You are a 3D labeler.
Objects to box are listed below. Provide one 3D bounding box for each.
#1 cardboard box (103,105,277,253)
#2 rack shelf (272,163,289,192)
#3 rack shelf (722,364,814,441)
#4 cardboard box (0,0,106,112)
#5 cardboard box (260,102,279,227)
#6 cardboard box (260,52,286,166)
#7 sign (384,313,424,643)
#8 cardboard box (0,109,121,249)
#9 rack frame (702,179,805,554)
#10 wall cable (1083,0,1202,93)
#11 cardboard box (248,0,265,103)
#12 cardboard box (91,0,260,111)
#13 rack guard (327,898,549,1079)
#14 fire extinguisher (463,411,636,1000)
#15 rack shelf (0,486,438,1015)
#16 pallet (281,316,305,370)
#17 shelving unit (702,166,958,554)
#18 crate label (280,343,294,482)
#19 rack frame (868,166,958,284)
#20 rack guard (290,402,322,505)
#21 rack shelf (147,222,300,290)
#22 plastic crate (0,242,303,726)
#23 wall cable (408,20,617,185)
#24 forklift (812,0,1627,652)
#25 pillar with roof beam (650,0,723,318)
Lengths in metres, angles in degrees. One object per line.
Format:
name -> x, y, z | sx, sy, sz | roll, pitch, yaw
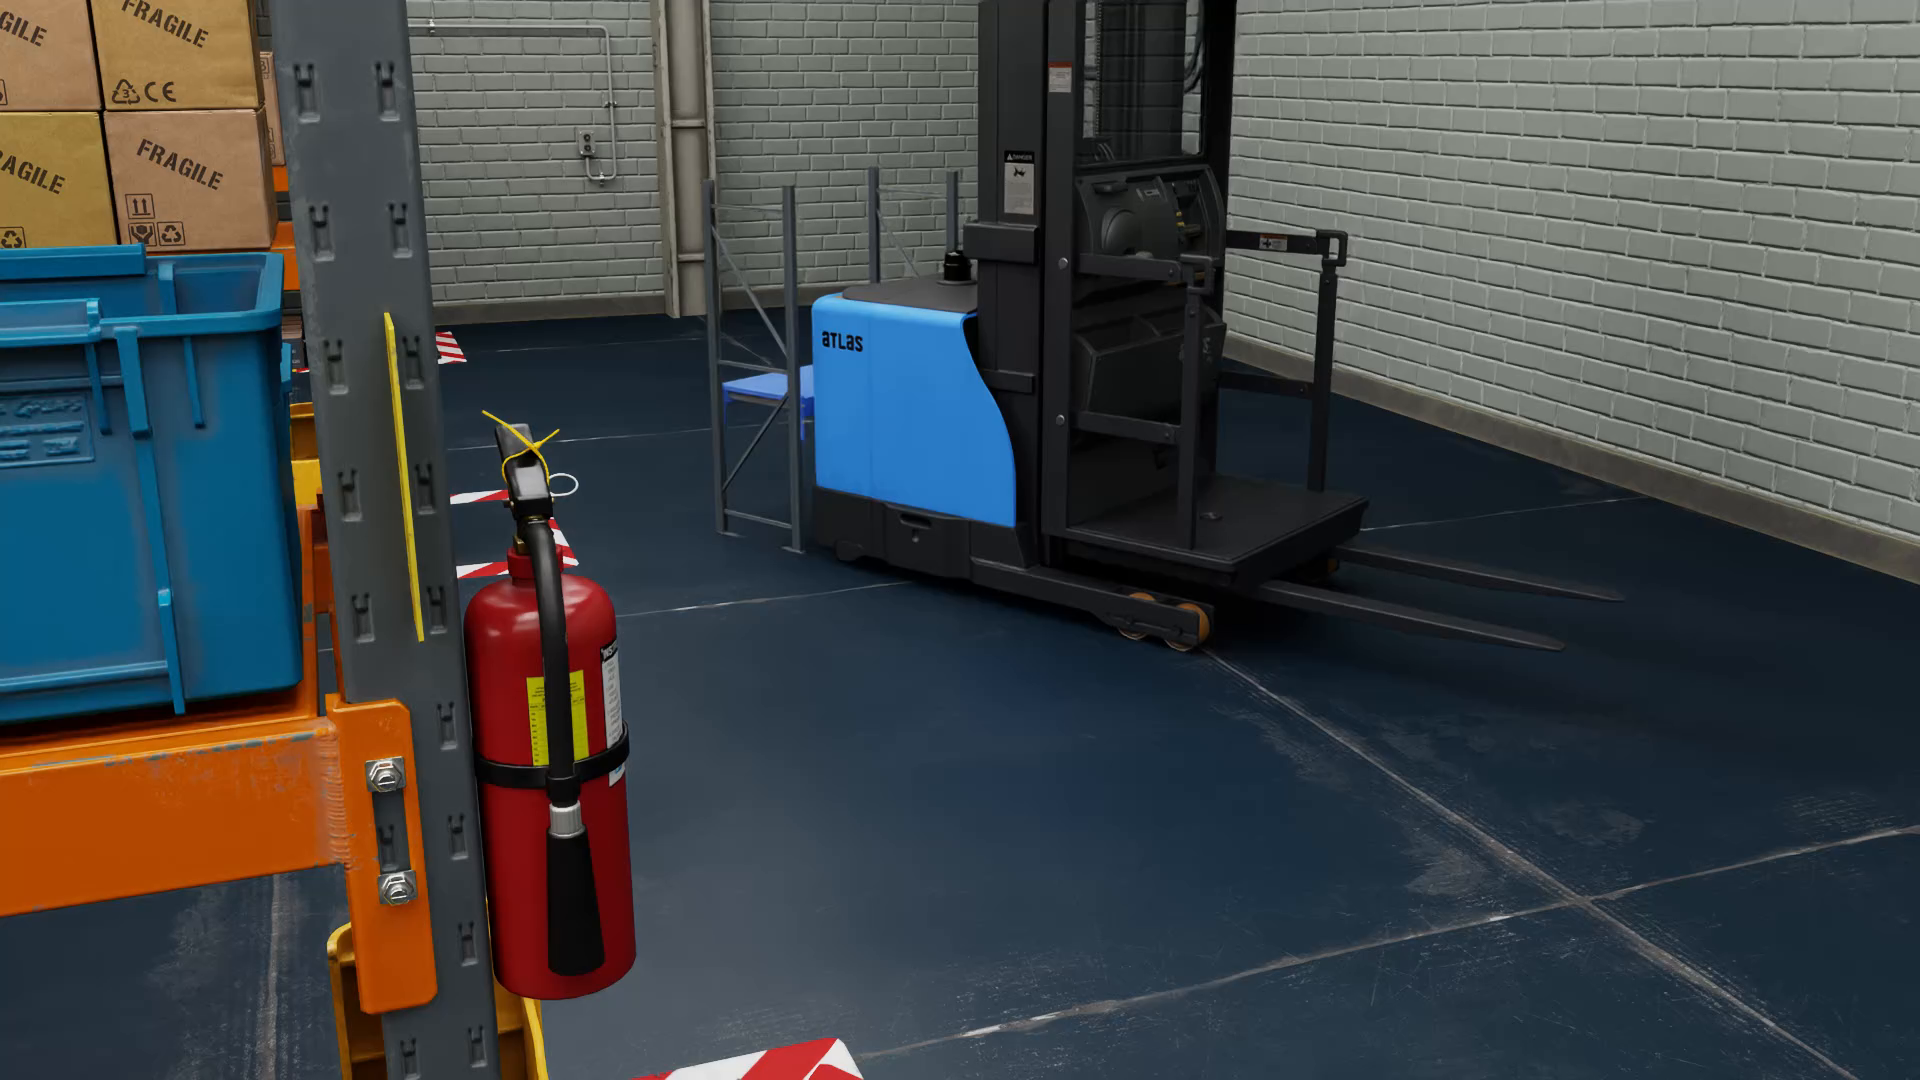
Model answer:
cardboard box -> -2.870, -1.363, 6.238 | 0.500, 0.500, 0.500 | -6, 17, -18
rack shelf -> -6.193, -2.188, 10.502 | 4.000, 0.370, 1.077 | -6, 17, -20
rack shelf -> -0.531, -0.647, 7.277 | 0.538, 0.185, 1.000 | 13, 21, 37
cardboard box -> -3.338, -1.791, 5.922 | 0.500, 0.500, 0.500 | -6, 17, -19
cardboard box -> -3.058, -1.504, 6.720 | 0.500, 0.500, 0.500 | -6, 17, -19
cardboard box -> -4.798, -2.825, 10.861 | 0.700, 0.700, 0.980 | -5, 17, -18
sign -> -0.569, -0.063, 1.701 | 0.005, 0.325, 0.100 | -6, 17, -20
cardboard box -> -3.354, -1.310, 6.057 | 0.500, 0.500, 0.500 | -6, 17, -20
rack frame -> -0.849, -0.708, 6.846 | 0.500, 1.500, 0.032 | 13, 21, 37
wall cable -> 1.084, -4.600, 12.301 | 0.112, 2.526, 3.097 | -6, 17, -20
cardboard box -> -3.058, -1.984, 6.579 | 0.500, 0.500, 0.500 | -6, 17, -18
cardboard box -> -2.867, -1.842, 6.096 | 0.500, 0.500, 0.500 | -6, 18, -21
rack guard -> -0.763, 1.065, 2.583 | 0.348, 0.500, 1.175 | -6, 17, -20
fire extinguisher -> -0.477, 0.192, 1.919 | 0.183, 0.674, 0.296 | -6, 17, -20
rack shelf -> -2.648, 0.419, 1.626 | 4.000, 0.370, 1.077 | -6, 17, -20
pallet -> -5.044, -1.296, 11.135 | 1.213, 0.211, 1.003 | -6, 17, -20
shelving unit -> -0.531, -0.819, 7.227 | 0.538, 1.500, 1.048 | 13, 21, 37
crate label -> -1.129, -0.138, 2.436 | 0.303, 0.233, 0.416 | -6, 17, -20
rack frame -> -0.213, -0.931, 7.607 | 0.500, 1.500, 0.032 | 13, 21, 37
rack guard -> -2.621, -0.225, 6.976 | 0.348, 0.500, 1.175 | -6, 17, -20
rack shelf -> -4.417, -0.885, 6.065 | 4.000, 0.370, 1.077 | -6, 17, -20
plastic crate -> -1.026, -0.091, 1.915 | 0.499, 0.435, 0.616 | -6, 17, -20
wall cable -> -3.468, -3.600, 12.231 | 1.851, 1.984, 0.084 | -6, 17, -20
forklift -> 0.870, -1.188, 5.941 | 3.031, 2.935, 1.130 | 12, 20, 36
pillar with roof beam -> -0.573, -4.980, 8.087 | 0.400, 9.000, 9.100 | -6, 17, -20
